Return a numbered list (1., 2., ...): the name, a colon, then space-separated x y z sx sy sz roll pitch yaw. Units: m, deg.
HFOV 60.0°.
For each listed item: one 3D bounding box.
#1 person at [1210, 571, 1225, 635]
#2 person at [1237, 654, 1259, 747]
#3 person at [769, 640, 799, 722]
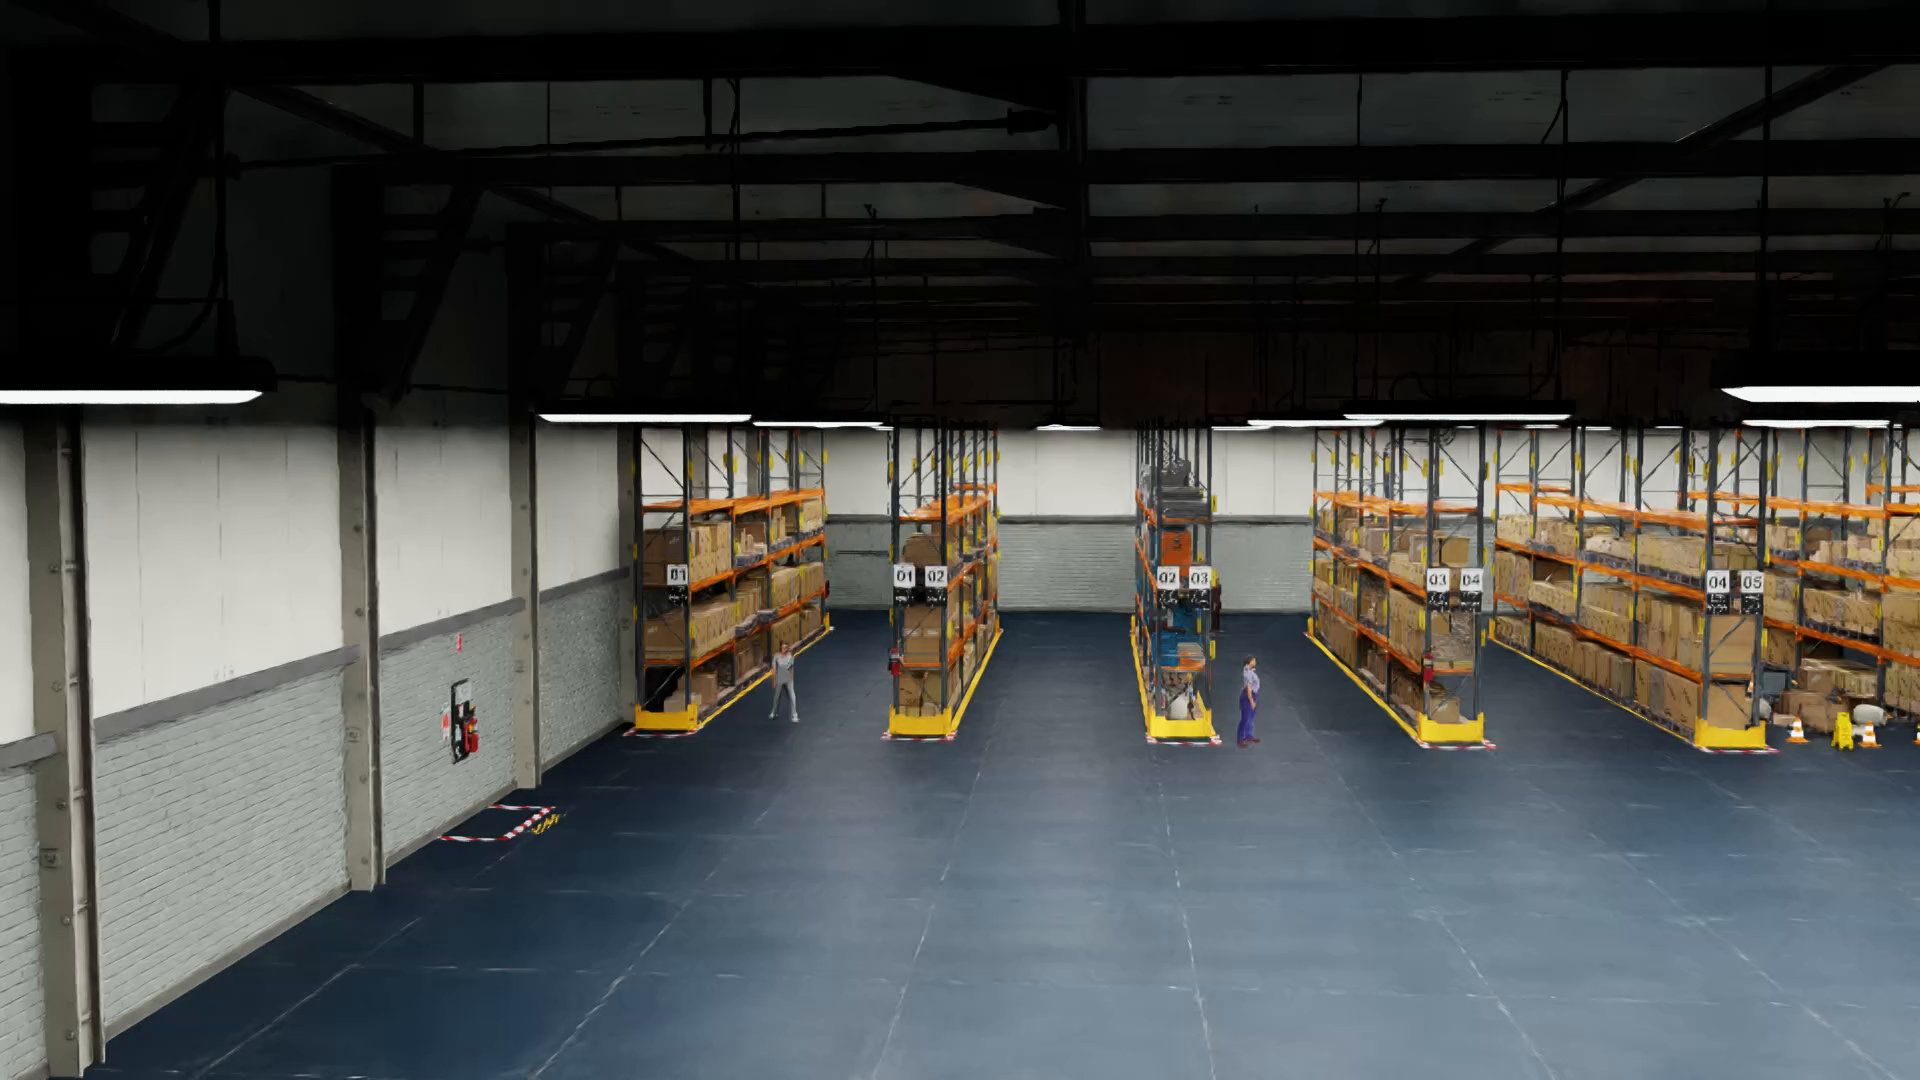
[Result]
1. person: 7.182 1.764 46.754 0.451 1.785 0.673 1 4 22
2. person: 5.261 2.911 30.347 0.386 1.638 0.653 1 4 15
3. person: -3.490 2.771 32.847 0.479 1.622 0.950 -1 4 -19
